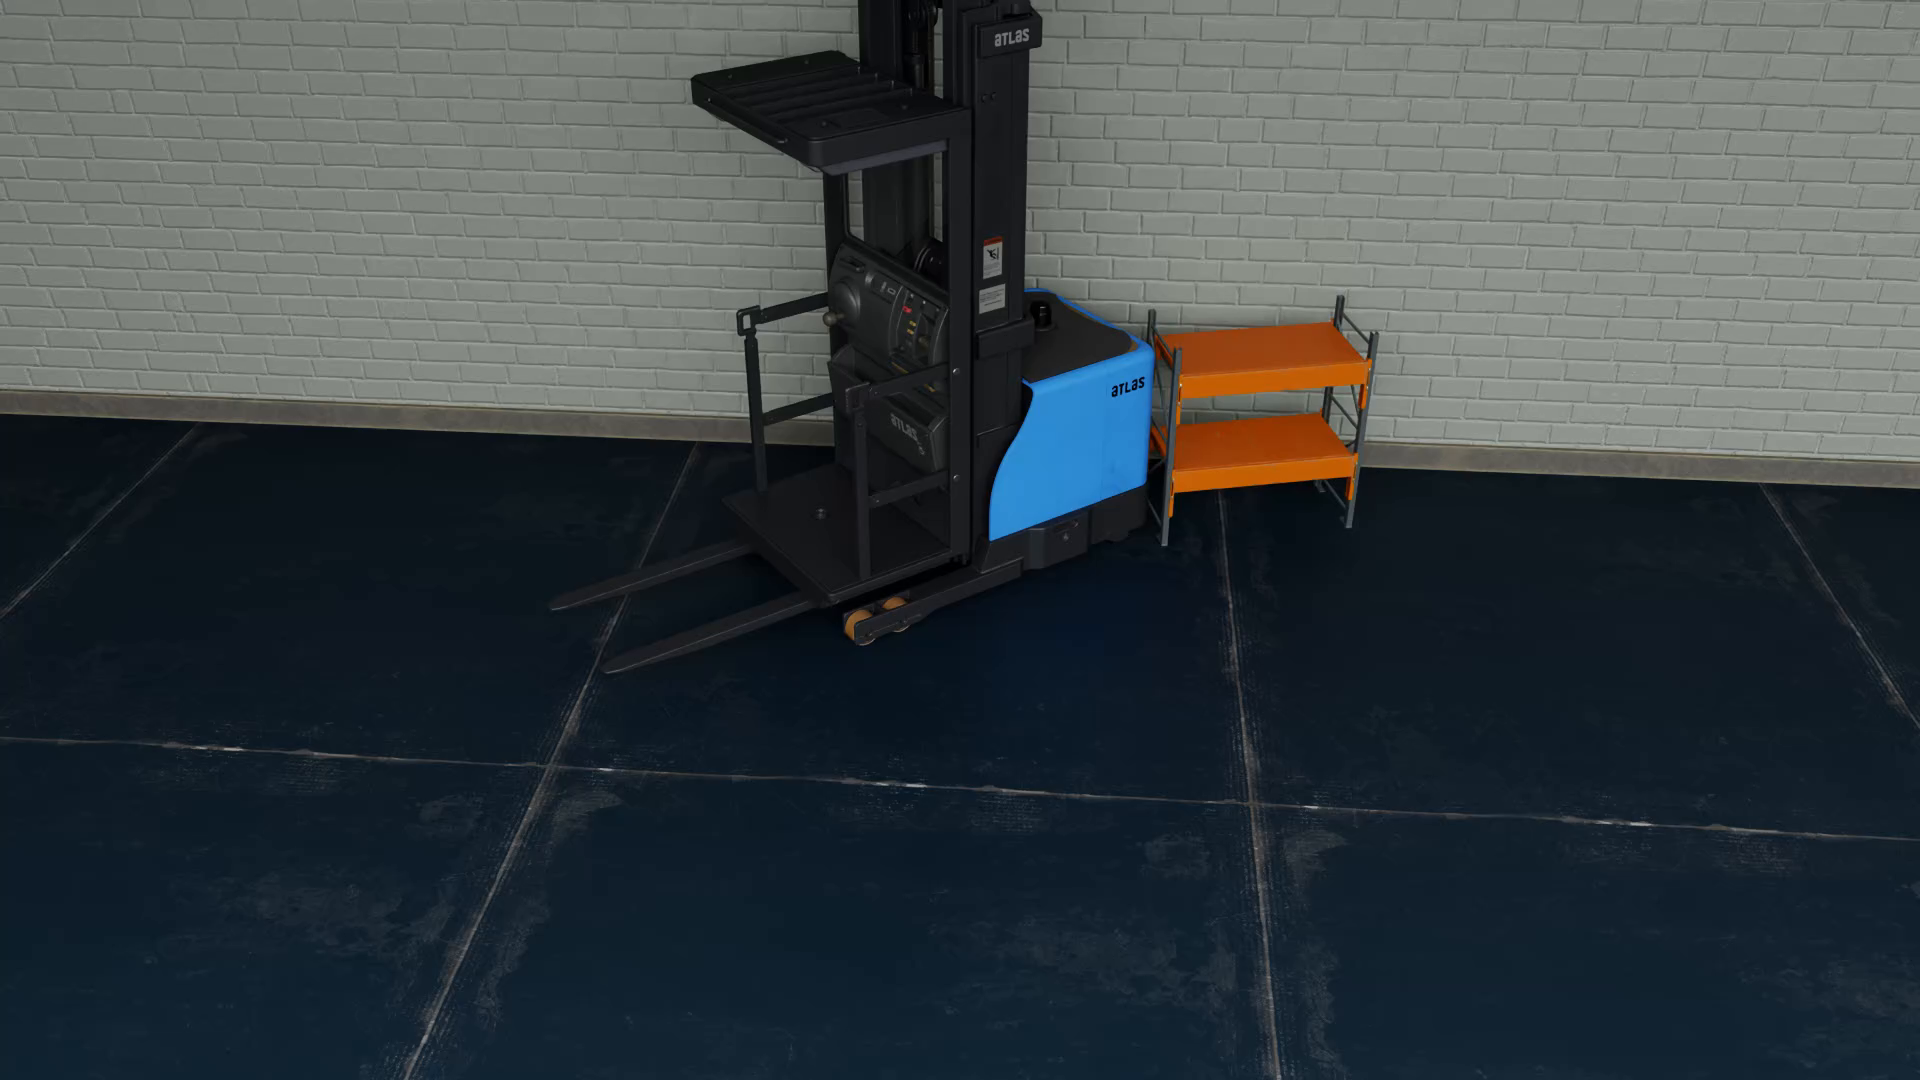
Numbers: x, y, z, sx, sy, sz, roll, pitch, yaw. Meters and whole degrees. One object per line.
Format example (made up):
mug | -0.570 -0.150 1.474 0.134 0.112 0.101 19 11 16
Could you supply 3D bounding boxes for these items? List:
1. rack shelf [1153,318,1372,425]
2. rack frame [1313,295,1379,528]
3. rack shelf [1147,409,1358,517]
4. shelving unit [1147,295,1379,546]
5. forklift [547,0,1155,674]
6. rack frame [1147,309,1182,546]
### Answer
rack shelf | 1.526 -0.873 8.537 1.000 0.278 0.538 -5 32 -9
rack frame | 2.026 -0.671 8.767 0.032 1.125 0.500 -5 32 -9
rack shelf | 1.526 -0.416 8.818 1.000 0.278 0.538 -5 32 -9
shelving unit | 1.526 -0.624 8.690 1.048 1.125 0.538 -5 32 -9
forklift | -0.514 -1.062 7.679 3.031 2.935 1.130 -20 37 -29
rack frame | 1.026 -0.576 8.613 0.032 1.125 0.500 -5 32 -9
